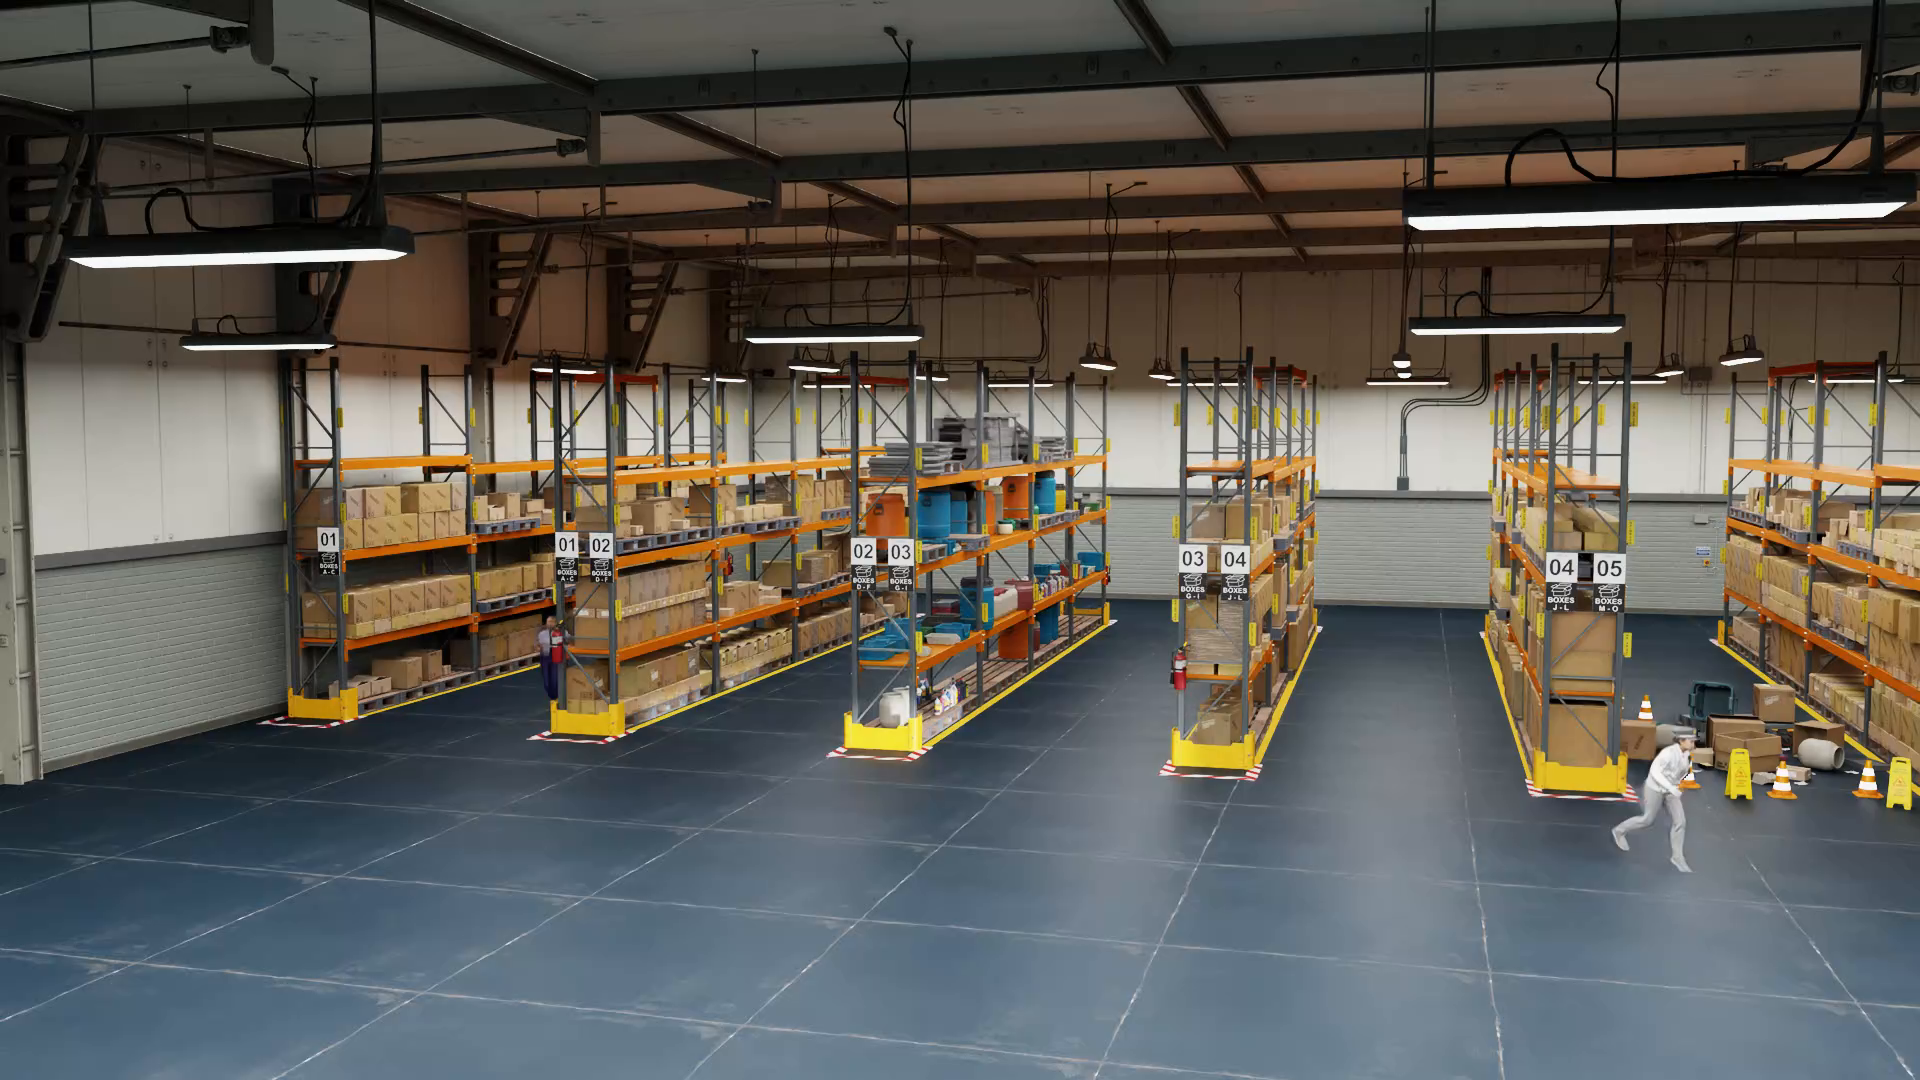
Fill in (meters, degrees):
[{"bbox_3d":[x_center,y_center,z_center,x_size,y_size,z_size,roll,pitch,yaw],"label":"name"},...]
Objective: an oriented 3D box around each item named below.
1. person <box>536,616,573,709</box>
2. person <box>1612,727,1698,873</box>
[{"bbox_3d":[-6.949,2.122,28.298,0.589,1.635,0.621,1,4,7],"label":"person"},{"bbox_3d":[7.813,2.855,18.694,0.652,1.627,0.974,-4,5,-40],"label":"person"}]
